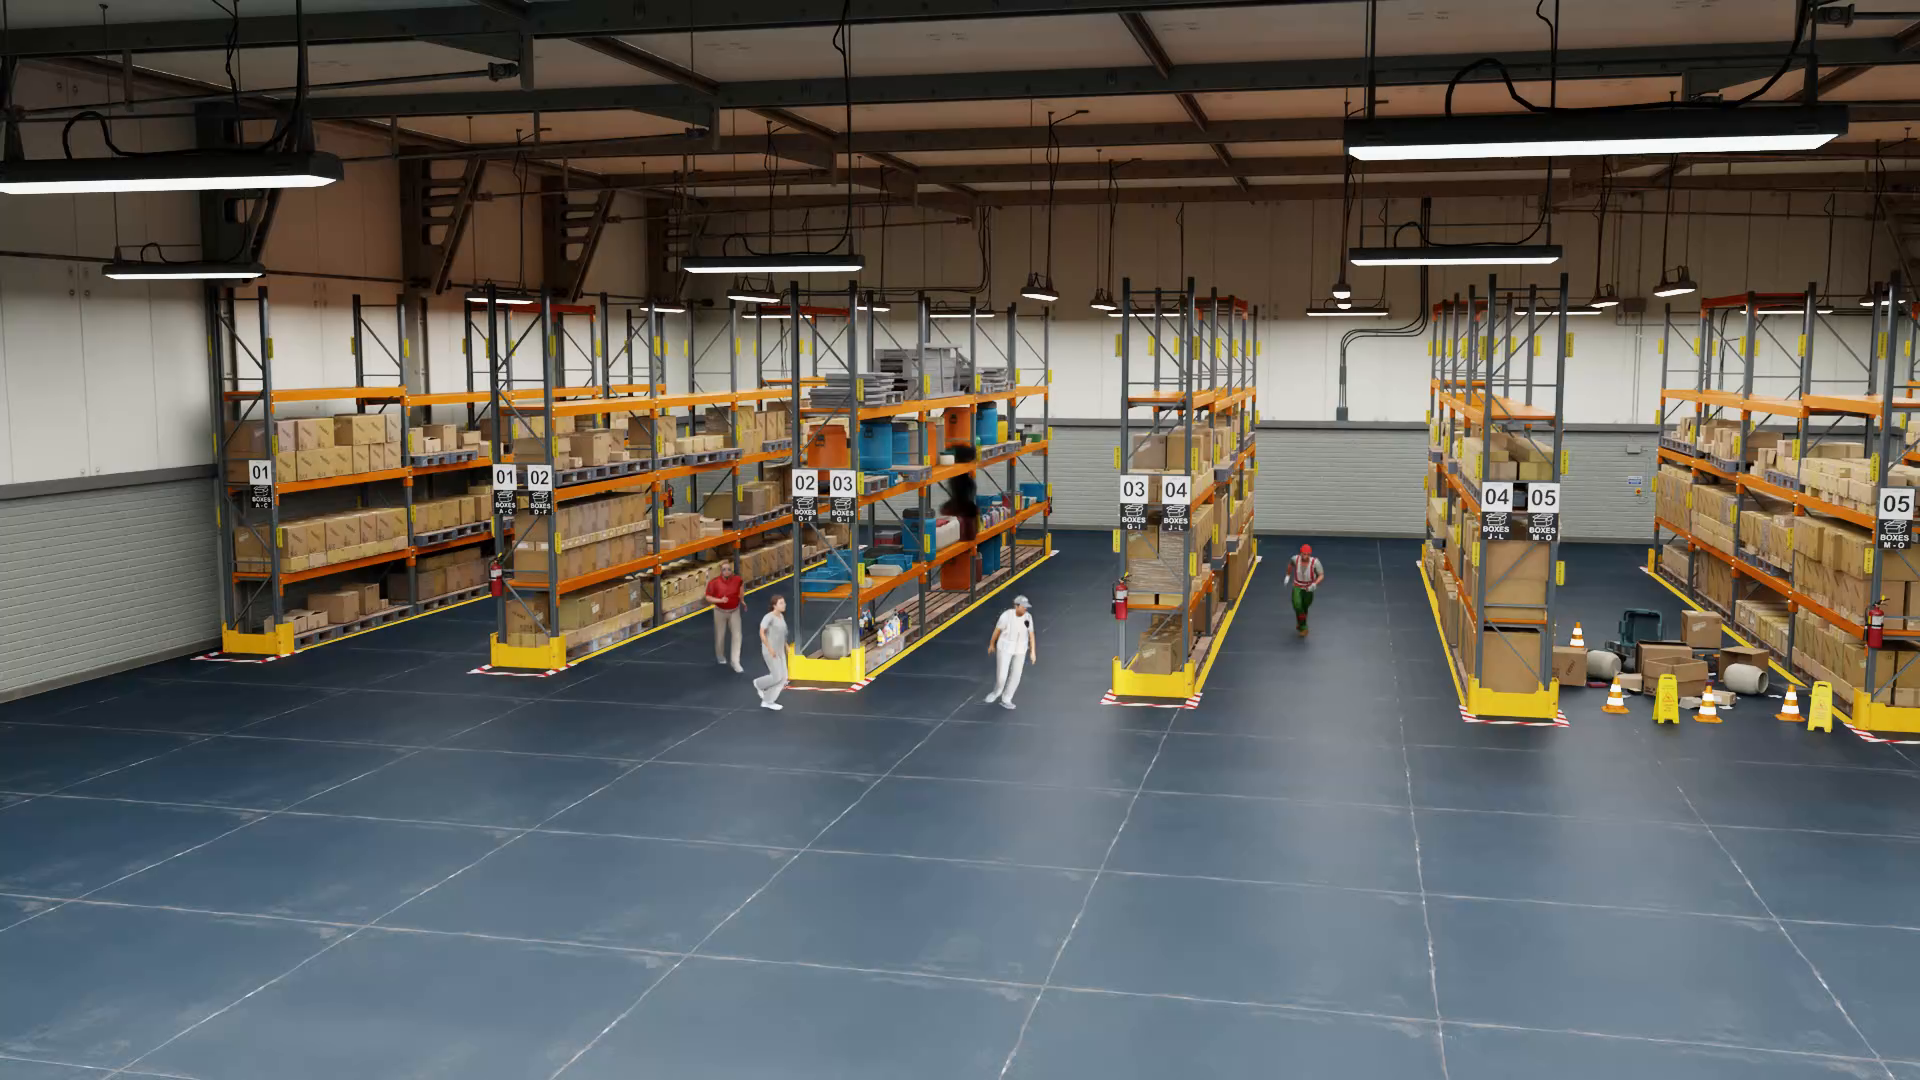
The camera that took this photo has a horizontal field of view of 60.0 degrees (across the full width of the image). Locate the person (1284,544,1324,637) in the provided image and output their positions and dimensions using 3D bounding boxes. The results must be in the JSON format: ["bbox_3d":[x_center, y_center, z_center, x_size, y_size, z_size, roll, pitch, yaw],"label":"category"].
[{"bbox_3d":[6.020,0.838,29.108,0.687,1.620,1.084,1,7,12],"label":"person"}]

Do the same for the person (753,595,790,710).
[{"bbox_3d":[-2.656,1.554,23.213,0.557,1.611,0.559,4,8,32],"label":"person"}]

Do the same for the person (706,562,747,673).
[{"bbox_3d":[-3.663,1.180,26.025,0.674,1.728,0.990,-2,7,-18],"label":"person"}]

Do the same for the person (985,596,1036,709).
[{"bbox_3d":[0.716,1.558,23.111,0.649,1.621,0.611,-2,7,-17],"label":"person"}]
